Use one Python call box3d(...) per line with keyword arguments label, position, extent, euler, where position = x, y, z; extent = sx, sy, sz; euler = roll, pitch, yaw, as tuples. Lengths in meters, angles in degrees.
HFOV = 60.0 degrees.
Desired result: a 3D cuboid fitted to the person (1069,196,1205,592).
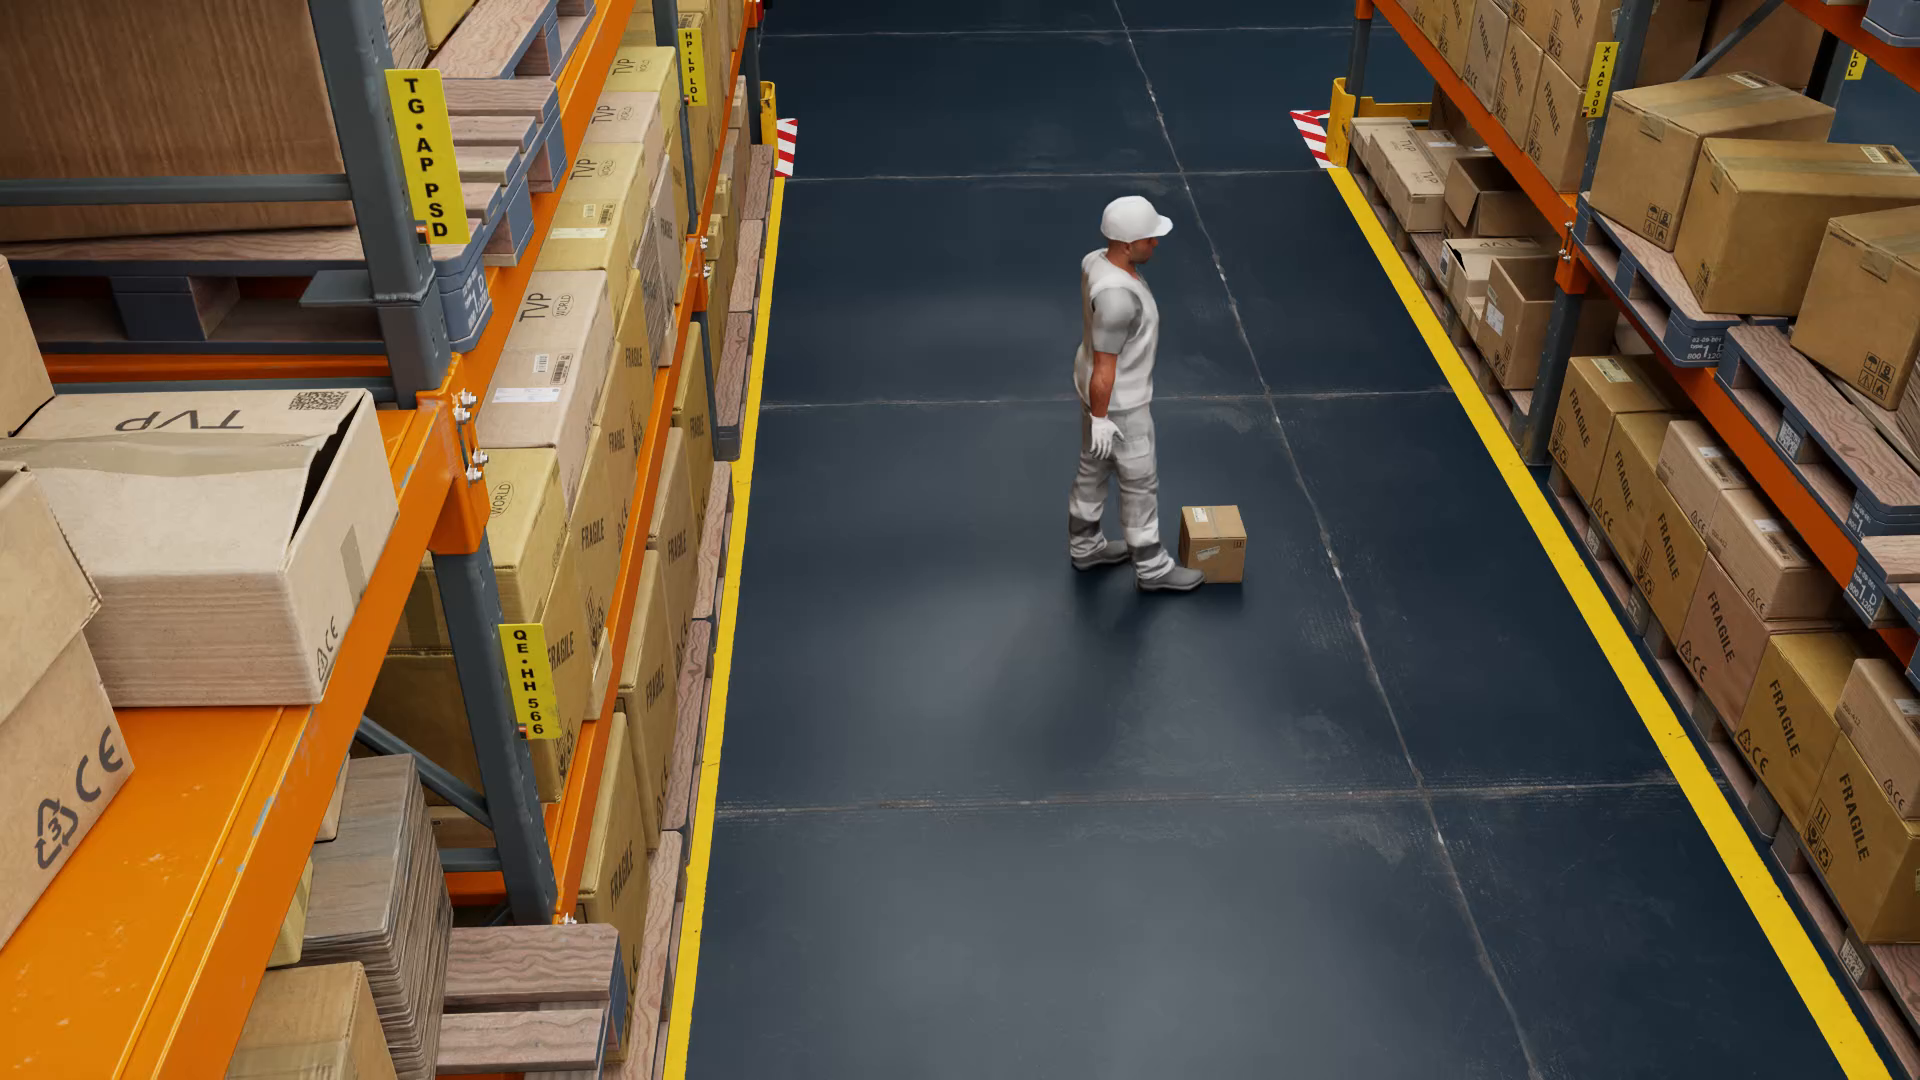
box3d(label="person", position=(0.770, -0.628, 7.004), extent=(0.584, 1.787, 0.588), euler=(-4, 35, -6))
